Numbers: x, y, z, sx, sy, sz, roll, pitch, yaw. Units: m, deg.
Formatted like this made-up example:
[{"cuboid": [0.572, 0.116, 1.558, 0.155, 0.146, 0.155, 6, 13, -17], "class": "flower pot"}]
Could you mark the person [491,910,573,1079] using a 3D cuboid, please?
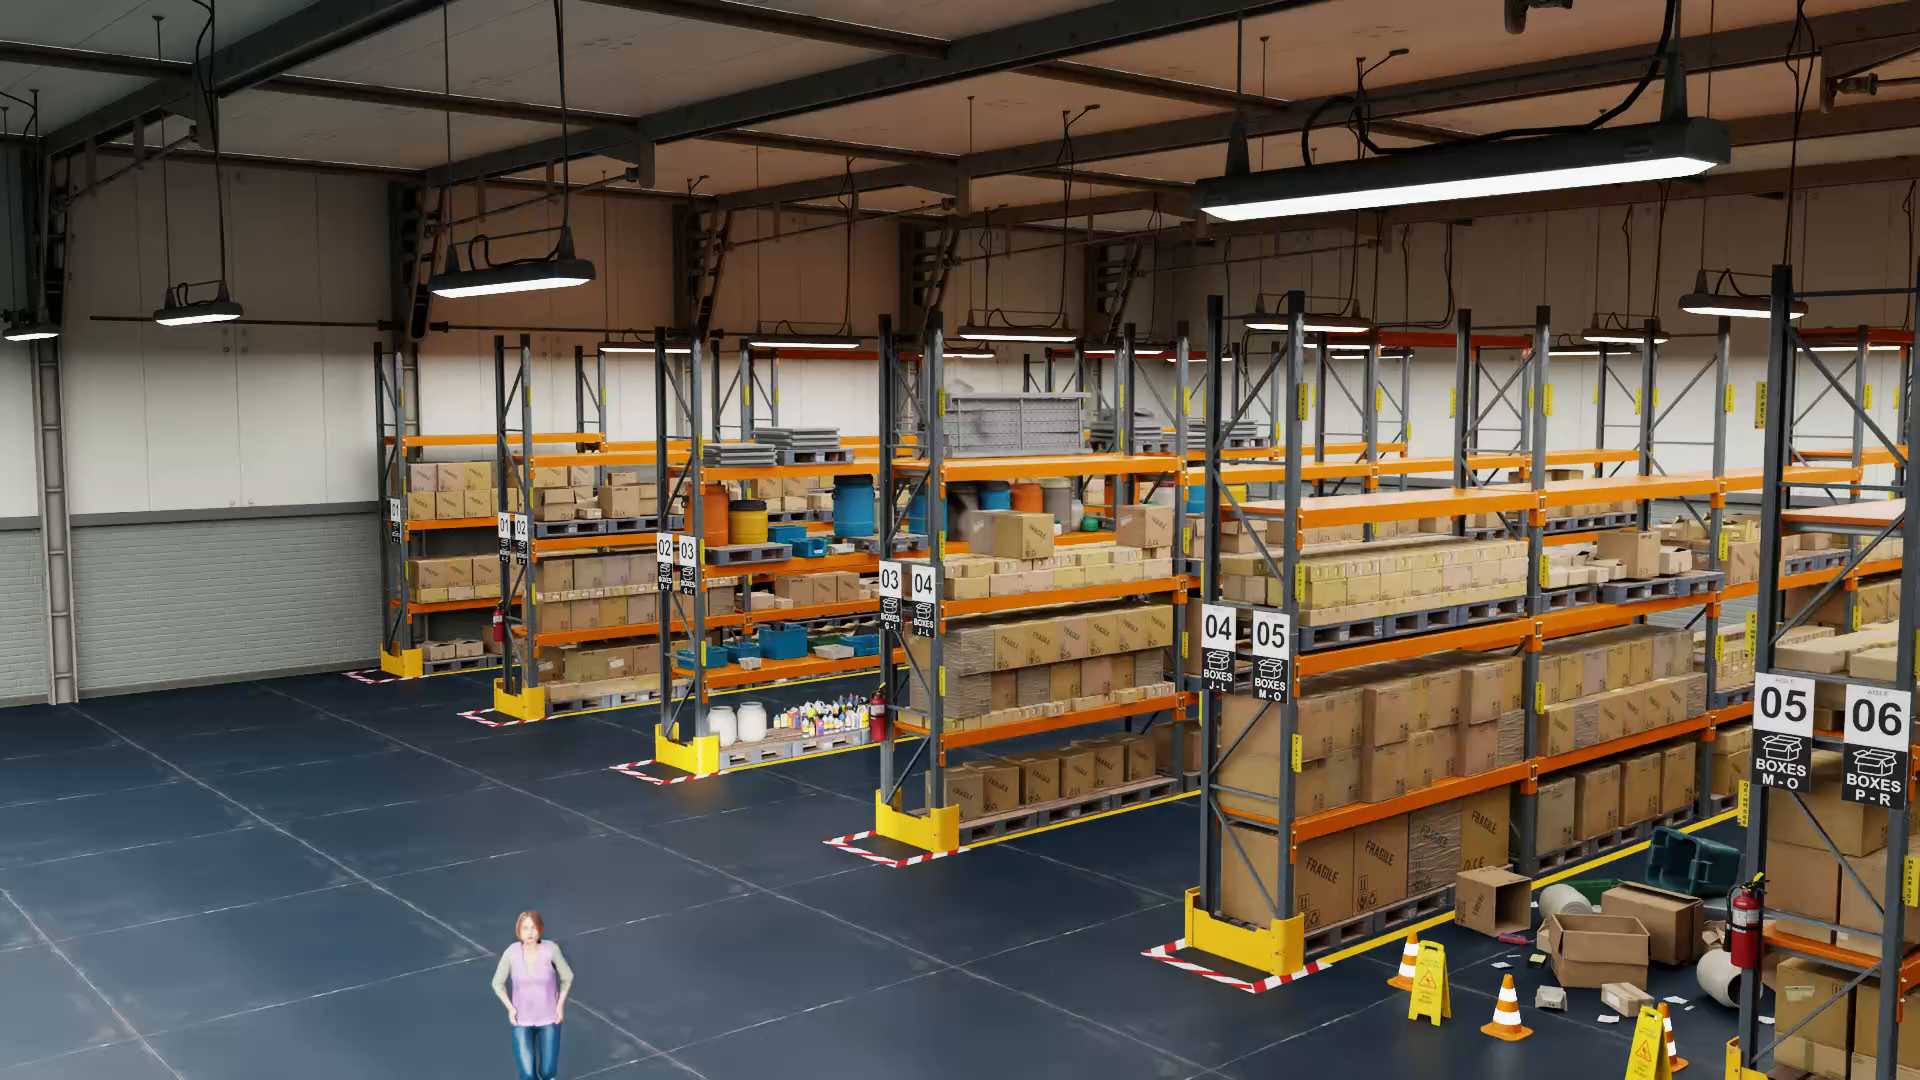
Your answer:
[{"cuboid": [-2.975, 3.333, 11.594, 0.555, 1.568, 0.637, -1, 5, -11], "class": "person"}]
